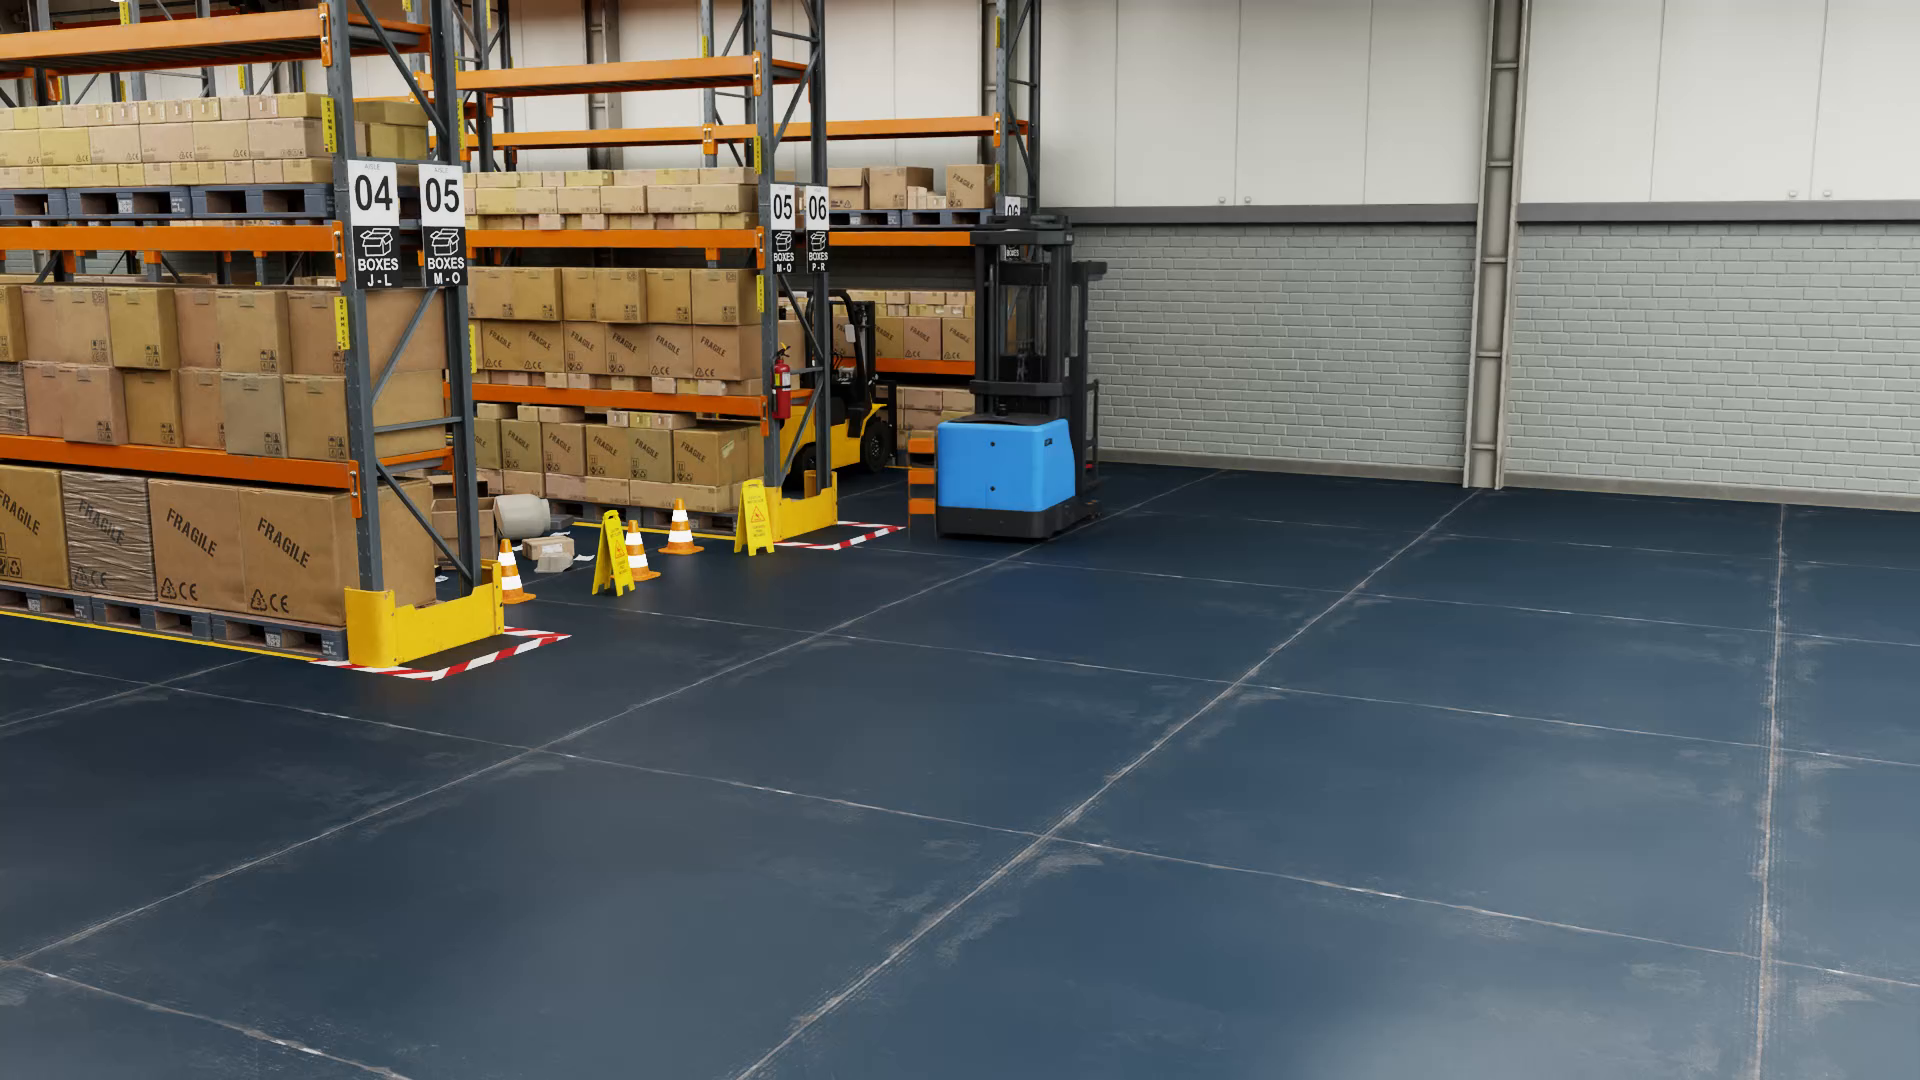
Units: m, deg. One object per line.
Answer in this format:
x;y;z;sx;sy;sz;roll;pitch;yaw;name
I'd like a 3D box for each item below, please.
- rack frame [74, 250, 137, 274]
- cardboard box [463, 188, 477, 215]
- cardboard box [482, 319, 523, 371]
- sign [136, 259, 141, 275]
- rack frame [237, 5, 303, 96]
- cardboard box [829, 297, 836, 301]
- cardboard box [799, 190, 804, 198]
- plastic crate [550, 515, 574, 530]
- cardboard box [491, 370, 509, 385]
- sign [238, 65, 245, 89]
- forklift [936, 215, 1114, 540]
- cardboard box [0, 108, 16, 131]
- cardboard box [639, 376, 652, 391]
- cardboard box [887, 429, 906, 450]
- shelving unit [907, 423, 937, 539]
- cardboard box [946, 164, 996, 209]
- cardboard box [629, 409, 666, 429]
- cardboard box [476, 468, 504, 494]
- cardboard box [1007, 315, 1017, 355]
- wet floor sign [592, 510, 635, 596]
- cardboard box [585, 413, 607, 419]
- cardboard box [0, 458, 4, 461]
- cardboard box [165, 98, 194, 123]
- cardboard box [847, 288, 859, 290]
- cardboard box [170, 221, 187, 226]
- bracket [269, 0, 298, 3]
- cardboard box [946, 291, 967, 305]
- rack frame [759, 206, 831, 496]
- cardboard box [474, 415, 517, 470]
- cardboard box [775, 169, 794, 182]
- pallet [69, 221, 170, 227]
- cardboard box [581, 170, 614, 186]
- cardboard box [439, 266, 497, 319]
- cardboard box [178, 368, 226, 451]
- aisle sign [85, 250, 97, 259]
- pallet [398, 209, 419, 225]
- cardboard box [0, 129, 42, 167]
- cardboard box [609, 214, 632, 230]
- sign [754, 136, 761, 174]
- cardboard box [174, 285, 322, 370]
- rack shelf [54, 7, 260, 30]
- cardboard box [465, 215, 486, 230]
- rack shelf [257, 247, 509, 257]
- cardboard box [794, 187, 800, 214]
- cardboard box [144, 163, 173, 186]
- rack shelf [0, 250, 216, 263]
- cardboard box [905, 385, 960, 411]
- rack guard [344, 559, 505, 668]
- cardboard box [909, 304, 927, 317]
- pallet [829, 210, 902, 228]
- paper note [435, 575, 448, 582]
-13.667;-3.608;26.762;0.127;3.000;1.000;5;11;26;rack frame
-4.825;-3.339;16.442;0.500;0.250;0.500;5;11;25;cardboard box
-4.367;-1.950;16.485;0.500;0.500;0.500;5;11;26;cardboard box
-13.404;-4.420;27.112;0.005;0.325;0.100;5;11;26;sign
-10.080;-6.245;24.486;0.127;3.000;1.000;5;11;26;rack frame
-1.561;-3.016;20.553;0.250;0.149;0.380;5;11;26;cardboard box
-2.268;-4.246;20.655;0.500;0.311;0.500;5;12;27;cardboard box
-4.054;-0.178;16.009;0.583;0.080;0.402;1;10;6;plastic crate
-4.457;-1.642;16.605;0.250;0.149;0.380;5;11;26;cardboard box
-10.337;-6.658;23.925;0.005;0.325;0.100;5;11;26;sign
0.782;-1.668;16.234;1.130;2.935;3.031;4;11;21;forklift
-6.566;-2.949;11.703;0.250;0.149;0.380;5;11;25;cardboard box
-2.850;-1.510;15.874;0.250;0.149;0.380;5;11;27;cardboard box
-0.766;-1.269;20.380;0.500;0.250;0.500;5;11;26;cardboard box
-0.345;-0.543;15.301;0.252;1.050;0.215;0;10;3;shelving unit
0.176;-4.124;19.451;0.500;0.500;0.500;5;12;28;cardboard box
-2.929;-1.156;15.829;0.250;0.149;0.380;5;12;27;cardboard box
-4.689;-0.633;16.868;0.500;0.250;0.500;4;11;23;cardboard box
0.360;-2.480;20.248;0.500;0.500;0.500;5;12;28;cardboard box
-2.709;0.089;12.946;0.232;0.644;0.267;3;11;16;wet floor sign
-3.535;-1.008;16.835;0.500;0.500;0.500;6;12;29;cardboard box
-7.795;-0.205;13.097;0.750;0.750;1.050;5;11;26;cardboard box
-4.973;-2.809;10.930;0.250;0.149;0.380;5;11;26;cardboard box
-1.352;-3.094;20.986;0.250;0.149;0.380;5;11;25;cardboard box
-8.479;-3.485;18.365;0.250;0.149;0.380;5;11;26;cardboard box
-10.091;-8.125;24.770;0.430;0.232;0.235;5;11;26;bracket
0.032;-2.871;19.753;0.250;0.149;0.380;5;11;26;cardboard box
-1.512;-1.554;15.414;0.127;3.000;1.000;5;11;26;rack frame
-4.689;-1.002;16.801;0.500;0.500;0.500;6;12;29;cardboard box
-1.740;-3.359;15.433;0.250;0.149;0.380;5;11;25;cardboard box
-9.287;-3.610;18.881;1.003;0.211;1.213;6;12;28;pallet
-3.336;-3.394;15.623;0.250;0.149;0.380;5;12;27;cardboard box
-4.800;-2.488;16.648;0.500;0.500;0.700;5;11;25;cardboard box
-4.914;-0.955;11.685;0.550;0.550;0.875;5;11;26;cardboard box
-13.859;-4.846;26.301;0.004;0.787;0.394;5;11;26;aisle sign
-5.605;-3.319;17.268;1.003;0.211;1.213;5;11;26;pallet
-6.431;-2.752;11.739;0.500;0.250;0.500;5;11;25;cardboard box
-3.092;-2.995;15.660;0.250;0.149;0.380;5;11;24;cardboard box
-1.775;-3.379;14.587;0.005;0.325;0.100;5;11;26;sign
-4.903;-1.491;11.610;0.550;0.550;0.875;5;11;26;cardboard box
-11.874;-7.684;25.125;4.000;0.370;1.077;5;11;26;rack shelf
-4.719;-3.128;16.393;0.250;0.149;0.380;5;11;26;cardboard box
-8.287;-4.257;23.947;4.000;0.370;1.077;5;11;26;rack shelf
-1.845;-3.185;15.588;0.500;0.250;0.500;5;11;25;cardboard box
-5.199;-2.436;11.110;0.250;0.149;0.380;5;11;26;cardboard box
-10.480;-3.464;19.565;4.000;0.370;1.077;5;11;26;rack shelf
-0.330;-1.719;20.057;0.500;0.250;0.500;5;12;27;cardboard box
-3.590;0.476;11.214;0.348;0.500;1.175;5;11;26;rack guard
-0.419;-2.765;20.003;0.250;0.149;0.380;5;11;25;cardboard box
-1.040;-3.935;20.397;1.213;0.211;1.003;5;11;26;pallet
-4.229;0.315;13.429;0.144;0.017;0.142;-10;14;-43;paper note
